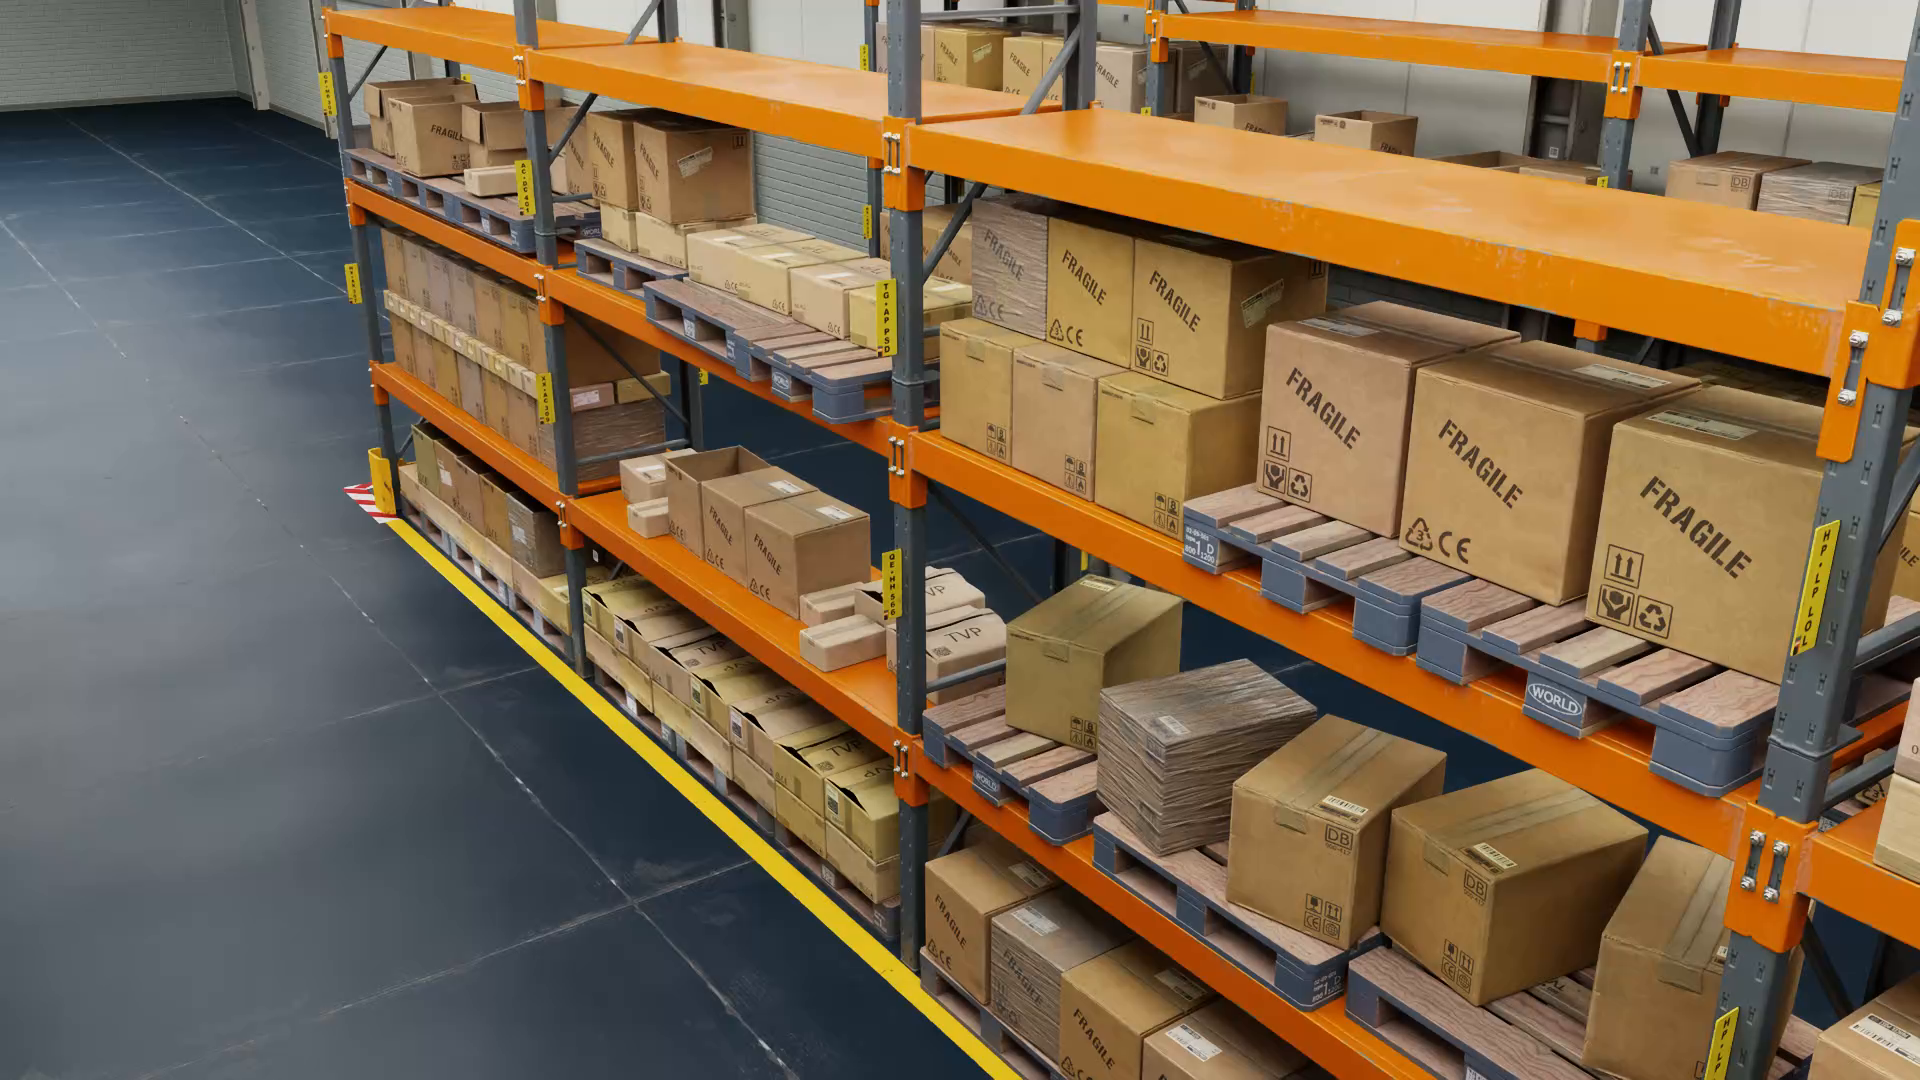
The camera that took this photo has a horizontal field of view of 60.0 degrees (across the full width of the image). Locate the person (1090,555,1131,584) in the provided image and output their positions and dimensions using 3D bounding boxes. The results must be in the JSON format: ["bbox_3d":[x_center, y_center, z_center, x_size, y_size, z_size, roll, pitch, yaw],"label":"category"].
[{"bbox_3d":[1.140,-0.253,11.990,0.434,1.686,0.507,-12,24,-27],"label":"person"}]
